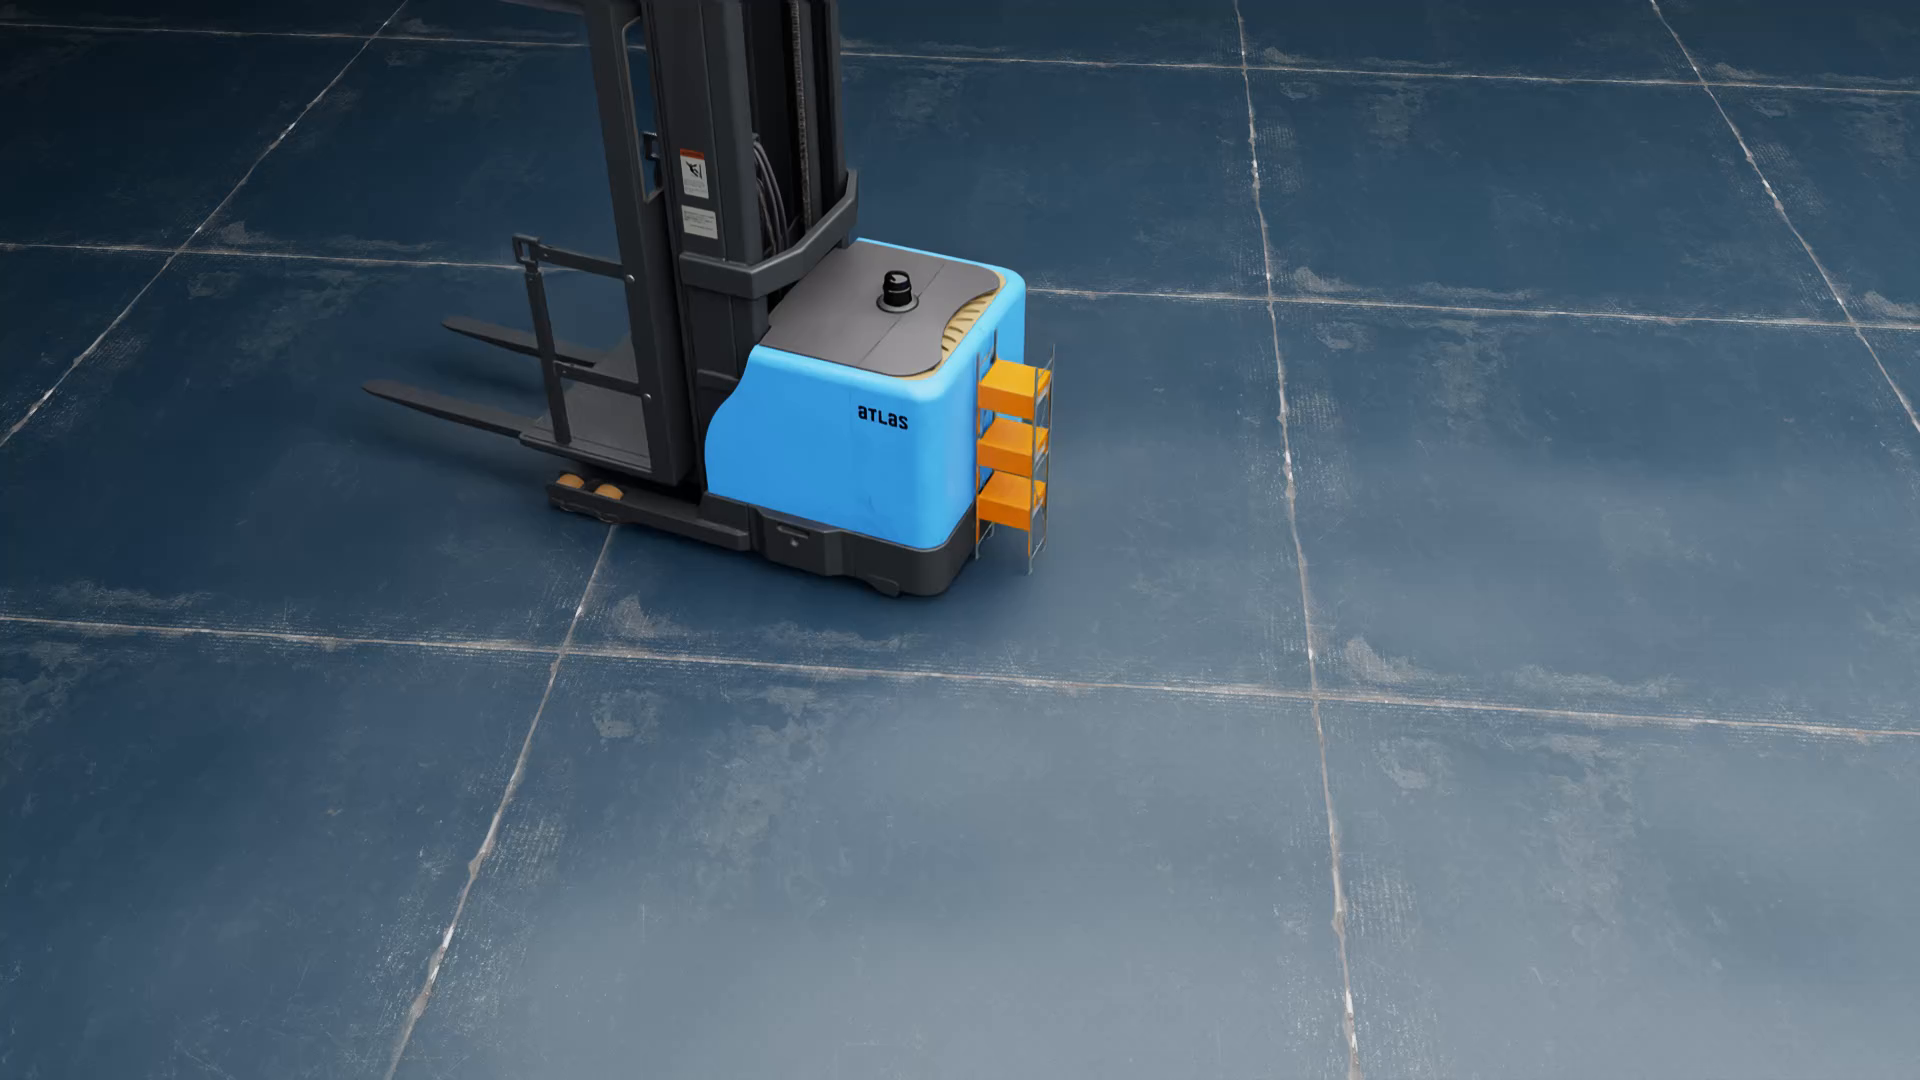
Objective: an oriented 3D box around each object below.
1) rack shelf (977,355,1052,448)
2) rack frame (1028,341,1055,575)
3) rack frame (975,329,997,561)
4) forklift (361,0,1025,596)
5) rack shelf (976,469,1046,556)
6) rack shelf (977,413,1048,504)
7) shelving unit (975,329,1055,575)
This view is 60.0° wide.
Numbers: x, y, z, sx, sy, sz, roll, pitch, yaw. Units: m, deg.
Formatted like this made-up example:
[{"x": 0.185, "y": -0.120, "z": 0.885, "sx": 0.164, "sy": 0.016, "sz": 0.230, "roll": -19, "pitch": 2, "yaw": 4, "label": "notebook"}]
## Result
[{"x": 0.219, "y": -0.558, "z": 6.671, "sx": 0.240, "sy": 0.259, "sz": 0.215, "roll": 15, "pitch": 41, "yaw": 17, "label": "rack shelf"}, {"x": 0.332, "y": -0.316, "z": 6.807, "sx": 0.008, "sy": 1.050, "sz": 0.200, "roll": 15, "pitch": 41, "yaw": 17, "label": "rack frame"}, {"x": 0.107, "y": -0.376, "z": 6.880, "sx": 0.008, "sy": 1.050, "sz": 0.200, "roll": 15, "pitch": 41, "yaw": 17, "label": "rack frame"}, {"x": -1.279, "y": -1.505, "z": 6.777, "sx": 3.031, "sy": 2.935, "sz": 1.130, "roll": 15, "pitch": 41, "yaw": 18, "label": "forklift"}, {"x": 0.219, "y": -0.122, "z": 7.026, "sx": 0.240, "sy": 0.259, "sz": 0.215, "roll": 15, "pitch": 41, "yaw": 17, "label": "rack shelf"}, {"x": 0.219, "y": -0.338, "z": 6.850, "sx": 0.240, "sy": 0.259, "sz": 0.215, "roll": 15, "pitch": 41, "yaw": 17, "label": "rack shelf"}, {"x": 0.219, "y": -0.346, "z": 6.844, "sx": 0.252, "sy": 1.050, "sz": 0.215, "roll": 15, "pitch": 41, "yaw": 17, "label": "shelving unit"}]
